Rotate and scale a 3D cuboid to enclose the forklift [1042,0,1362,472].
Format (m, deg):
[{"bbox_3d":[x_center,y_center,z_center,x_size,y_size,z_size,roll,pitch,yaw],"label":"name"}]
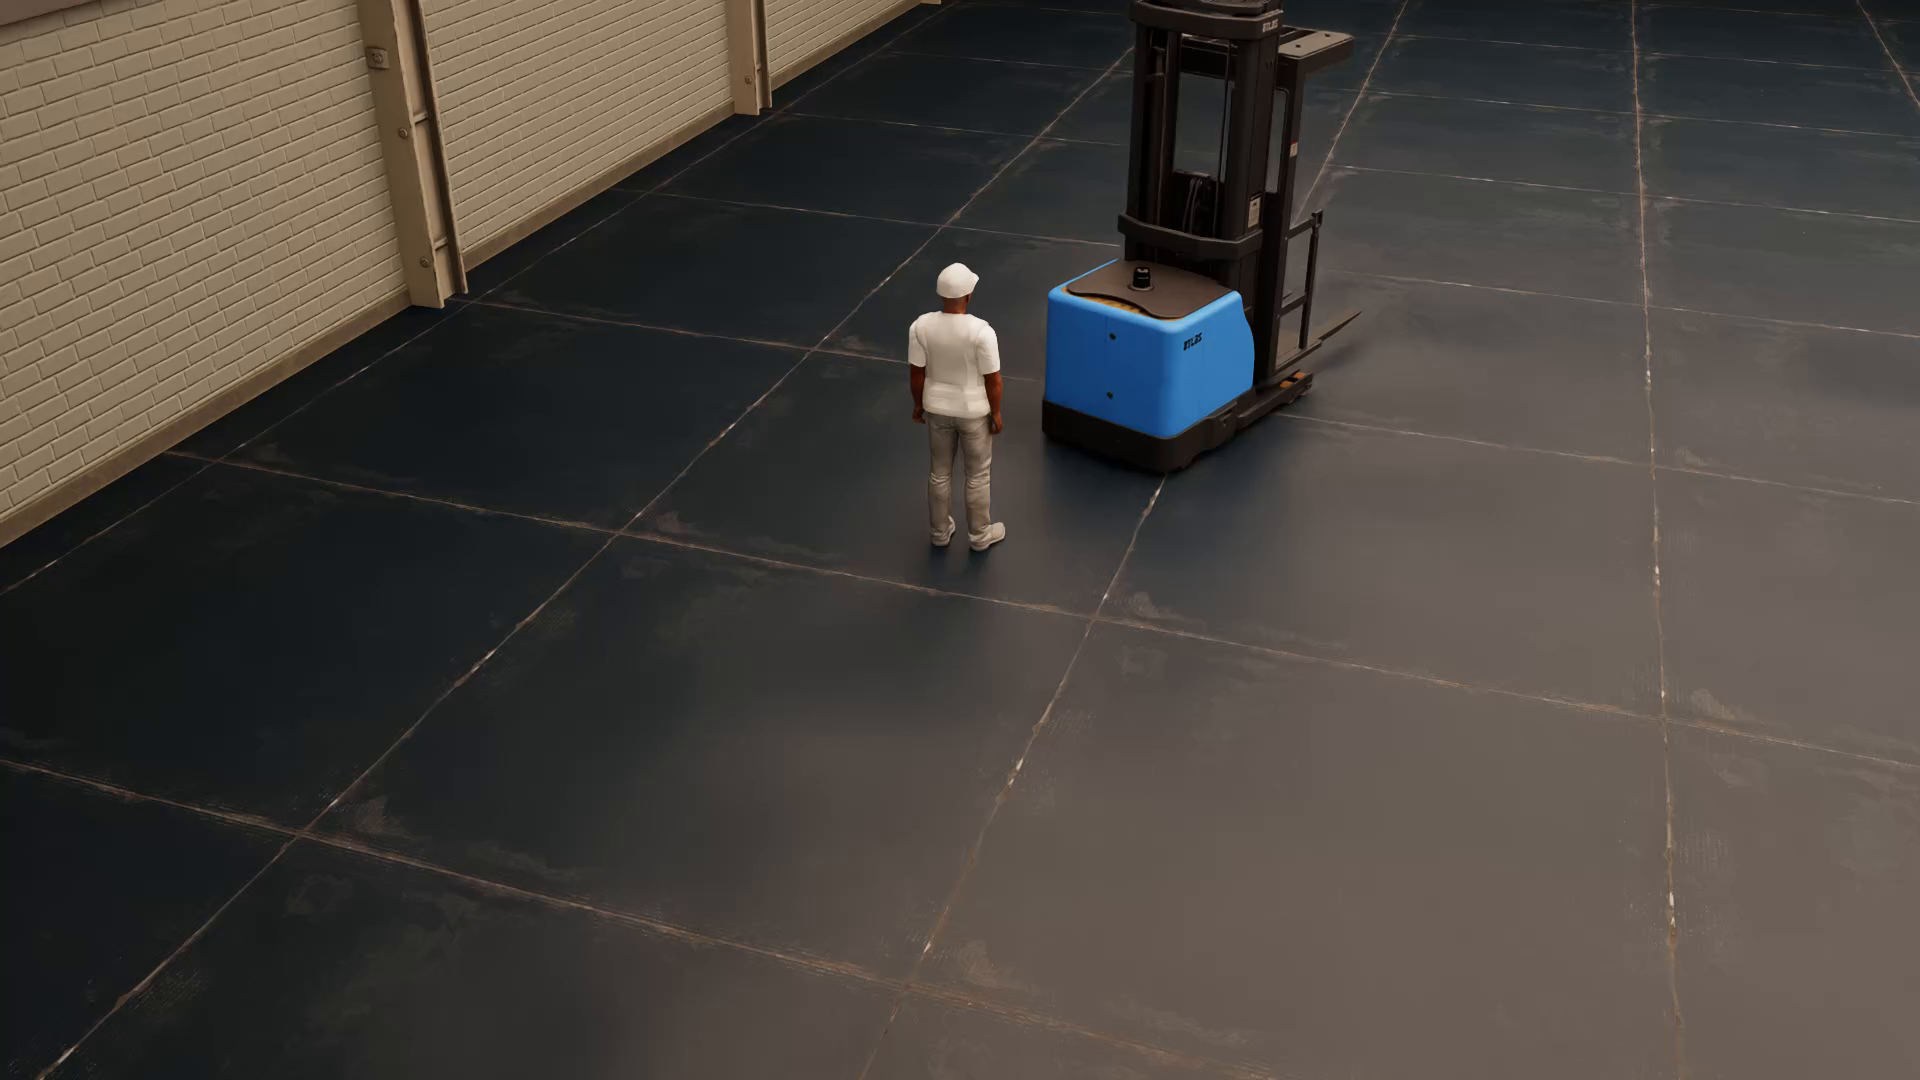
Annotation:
[{"bbox_3d":[1.872,-2.373,11.299,1.130,2.935,3.031,22,36,33],"label":"forklift"}]

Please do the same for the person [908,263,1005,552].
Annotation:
[{"bbox_3d":[-0.009,-0.770,9.664,0.556,1.770,0.388,10,31,16],"label":"person"}]
